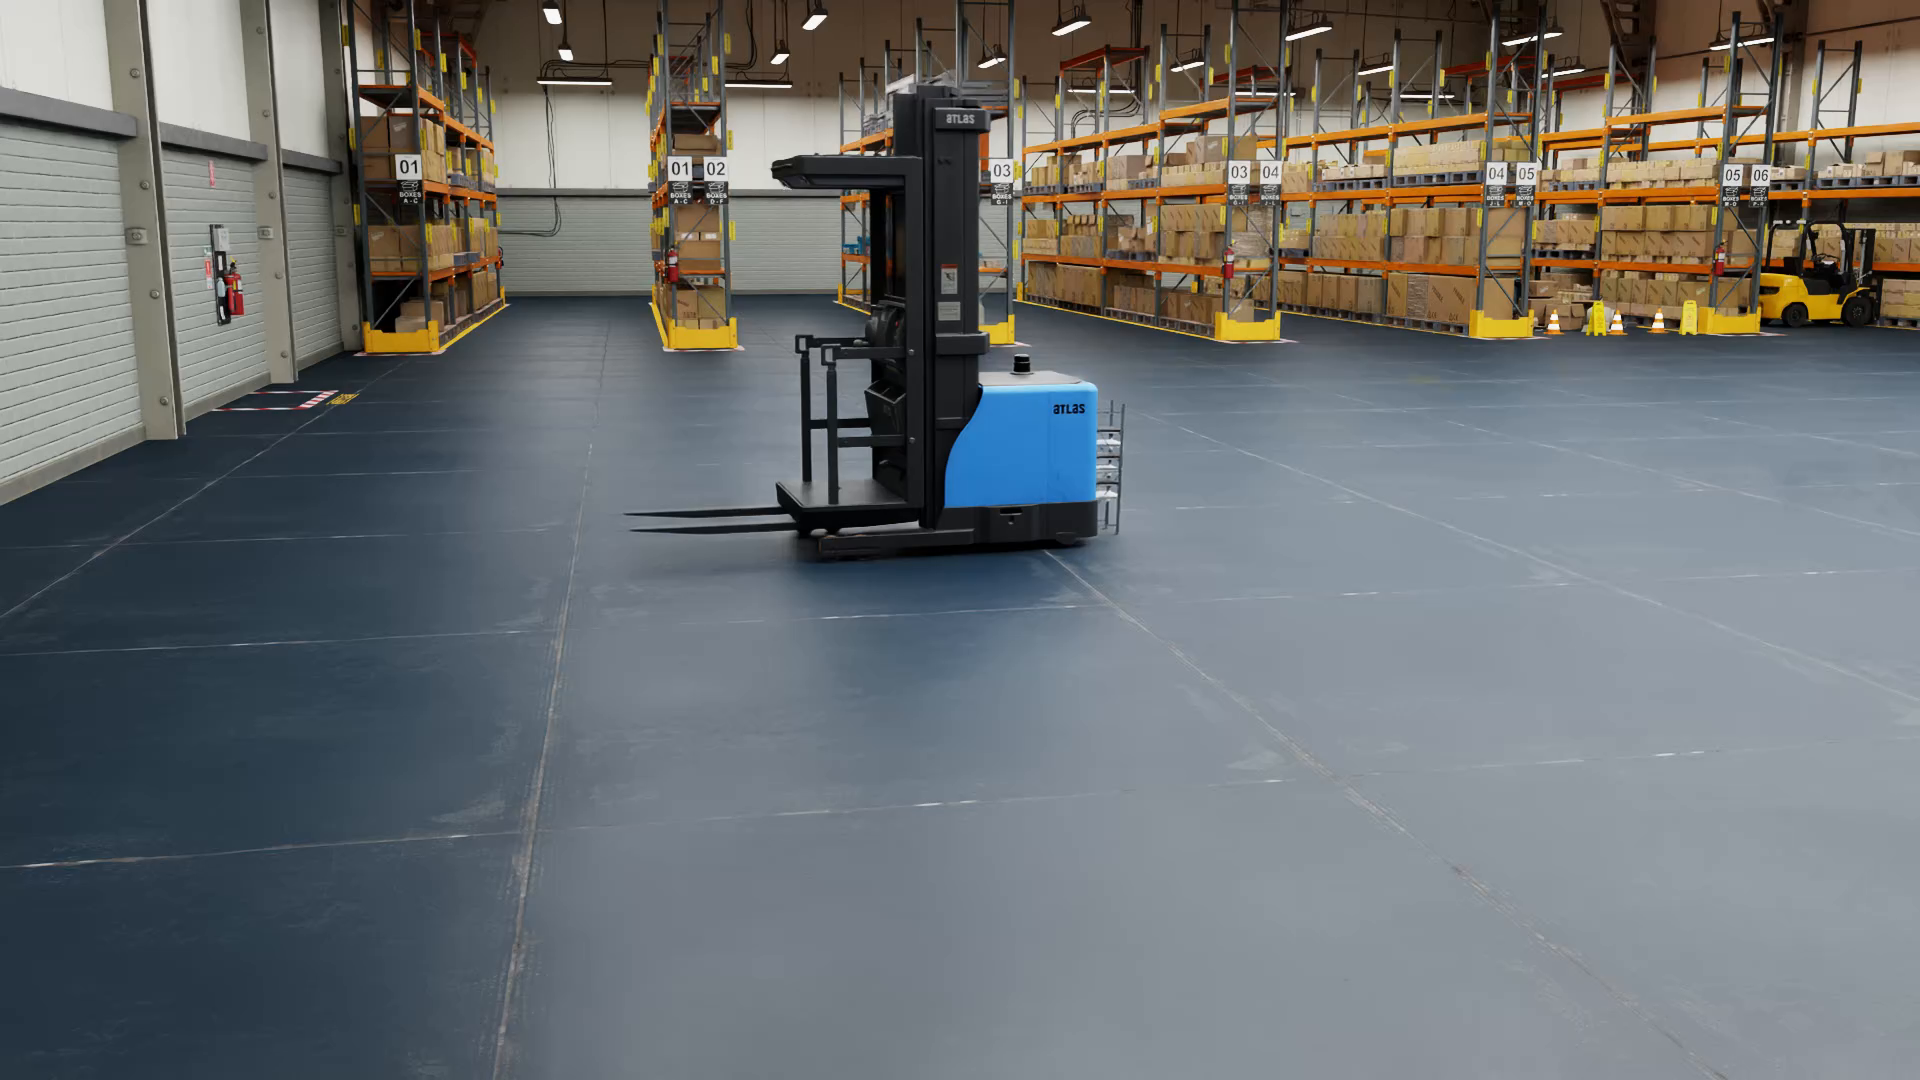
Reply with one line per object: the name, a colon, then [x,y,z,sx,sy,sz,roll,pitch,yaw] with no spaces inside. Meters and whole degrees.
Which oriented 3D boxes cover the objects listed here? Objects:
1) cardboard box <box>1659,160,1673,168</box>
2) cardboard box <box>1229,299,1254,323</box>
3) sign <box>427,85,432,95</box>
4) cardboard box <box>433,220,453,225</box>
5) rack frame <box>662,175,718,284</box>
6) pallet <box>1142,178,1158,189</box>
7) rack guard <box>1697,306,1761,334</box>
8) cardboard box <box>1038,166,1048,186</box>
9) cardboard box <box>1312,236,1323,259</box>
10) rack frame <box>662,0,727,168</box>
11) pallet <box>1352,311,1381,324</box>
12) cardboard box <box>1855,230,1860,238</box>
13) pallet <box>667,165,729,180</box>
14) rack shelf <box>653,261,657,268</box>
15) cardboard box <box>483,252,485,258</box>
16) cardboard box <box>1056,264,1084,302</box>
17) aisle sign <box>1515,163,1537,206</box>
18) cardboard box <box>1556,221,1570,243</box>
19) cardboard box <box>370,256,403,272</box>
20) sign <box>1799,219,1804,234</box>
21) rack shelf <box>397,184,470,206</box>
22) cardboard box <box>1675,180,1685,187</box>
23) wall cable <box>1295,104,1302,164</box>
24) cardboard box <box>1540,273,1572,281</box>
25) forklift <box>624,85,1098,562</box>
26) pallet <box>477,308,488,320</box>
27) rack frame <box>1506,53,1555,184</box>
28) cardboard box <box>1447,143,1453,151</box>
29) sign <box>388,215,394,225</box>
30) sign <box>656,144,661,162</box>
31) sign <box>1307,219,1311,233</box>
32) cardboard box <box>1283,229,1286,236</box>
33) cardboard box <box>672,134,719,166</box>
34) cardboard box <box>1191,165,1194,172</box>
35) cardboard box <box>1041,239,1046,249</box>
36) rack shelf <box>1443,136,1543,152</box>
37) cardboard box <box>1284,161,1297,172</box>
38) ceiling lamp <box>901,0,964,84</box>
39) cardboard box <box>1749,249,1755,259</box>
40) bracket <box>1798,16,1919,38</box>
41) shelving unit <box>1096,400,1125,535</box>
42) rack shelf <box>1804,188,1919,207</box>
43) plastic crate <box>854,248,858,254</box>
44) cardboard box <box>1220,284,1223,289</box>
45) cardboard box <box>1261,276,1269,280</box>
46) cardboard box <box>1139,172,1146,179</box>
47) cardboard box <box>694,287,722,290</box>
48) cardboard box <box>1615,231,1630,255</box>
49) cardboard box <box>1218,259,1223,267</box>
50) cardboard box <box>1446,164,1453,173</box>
cardboard box: [14.325,-7.579,33.511,0.380,0.149,0.250,-2,11,-10]
cardboard box: [5.185,-4.239,31.008,0.500,0.500,0.500,0,11,0]
sign: [-12.169,-10.274,38.187,0.100,0.325,0.005,-2,11,-11]
cardboard box: [-10.668,-6.536,34.333,0.380,0.149,0.250,-4,12,-21]
rack frame: [-5.205,-5.520,32.173,1.000,3.000,0.127,-2,11,-11]
pallet: [4.497,-7.378,34.415,1.213,0.211,1.003,-2,11,-11]
rack guard: [14.996,-4.292,32.409,1.175,0.500,0.348,-2,11,-11]
cardboard box: [2.472,-9.564,43.742,0.700,0.500,0.500,-3,11,-15]
cardboard box: [8.442,-6.732,38.274,0.500,0.500,0.500,-2,11,-10]
rack frame: [-4.427,-7.733,27.758,1.000,3.000,0.127,-2,11,-11]
pallet: [9.173,-4.810,35.903,1.003,0.211,1.213,-2,11,-11]
cardboard box: [19.126,-6.485,35.242,0.380,0.149,0.250,-2,11,-13]
pallet: [-4.539,-6.347,28.733,1.003,0.211,1.213,-2,11,-11]
rack shelf: [-7.150,-7.000,41.877,1.077,0.370,4.000,-2,11,-11]
cardboard box: [-11.204,-6.595,38.444,0.380,0.149,0.250,-2,11,-10]
cardboard box: [3.101,-6.392,41.318,1.225,0.875,0.875,-2,11,-11]
aisle sign: [10.484,-6.582,30.804,0.394,0.787,0.004,-2,11,-11]
cardboard box: [13.726,-6.903,37.257,0.500,0.500,0.500,-2,11,-9]
cardboard box: [-9.567,-4.620,27.795,0.500,0.250,0.500,-2,11,-10]
sign: [18.571,-6.929,36.694,0.100,0.325,0.005,-2,11,-11]
rack shelf: [-10.453,-6.826,32.937,1.077,0.370,4.000,-2,11,-11]
cardboard box: [14.490,-7.099,33.119,0.380,0.149,0.250,-2,11,-11]
wall cable: [10.517,-12.420,52.386,0.463,3.000,0.029,-2,11,-11]
cardboard box: [16.922,-7.326,47.227,0.700,0.500,0.500,-2,11,-9]
forklift: [-0.665,-1.413,10.783,3.031,2.935,1.130,-3,11,-15]
pallet: [-11.155,-5.073,37.286,1.003,0.211,1.213,-2,11,-11]
rack frame: [13.455,-9.920,39.250,1.000,3.000,0.127,-2,11,-11]
cardboard box: [9.581,-7.540,31.916,0.380,0.149,0.250,-2,11,-11]
sign: [-10.607,-5.887,31.006,0.100,0.325,0.005,-2,11,-11]
sign: [-5.736,-7.380,31.702,0.100,0.325,0.005,-2,11,-11]
sign: [8.089,-7.283,38.554,0.100,0.325,0.005,-2,11,-11]
cardboard box: [7.921,-7.366,39.832,0.380,0.149,0.250,-2,11,-9]
cardboard box: [-4.535,-6.691,28.531,0.797,0.503,0.637,-1,11,-7]
cardboard box: [4.648,-7.120,31.896,0.380,0.149,0.250,-2,11,-10]
cardboard box: [2.411,-7.679,43.123,0.500,0.250,0.500,-2,11,-10]
rack shelf: [13.066,-9.737,41.281,1.077,0.370,4.000,-2,11,-11]
cardboard box: [8.016,-8.973,39.982,0.396,0.266,0.258,-2,11,-11]
ceiling lamp: [-0.731,-14.298,46.640,2.000,3.185,0.800,-2,11,-11]
cardboard box: [18.577,-6.614,38.325,0.500,0.250,0.500,-2,11,-11]
bracket: [19.698,-11.099,35.814,0.076,0.066,4.783,-2,11,-11]
shelving unit: [0.957,-0.497,11.379,0.258,0.900,0.210,-1,11,-17]
rack shelf: [19.490,-7.174,34.768,1.077,0.370,4.000,-2,11,-11]
plastic crate: [-2.535,-7.375,42.465,0.293,0.136,0.466,-2,11,-11]
cardboard box: [7.227,-6.850,44.869,0.380,0.149,0.250,-2,11,-8]
cardboard box: [7.832,-6.612,41.471,0.500,0.250,0.500,-2,11,-9]
cardboard box: [4.050,-7.784,35.552,0.380,0.166,0.250,-2,11,-13]
cardboard box: [-4.522,-4.299,29.987,0.500,0.500,0.500,-2,11,-11]
cardboard box: [14.166,-6.253,34.962,0.500,0.500,0.500,-2,11,-11]
cardboard box: [4.985,-5.113,30.708,0.380,0.149,0.250,-2,11,-11]
cardboard box: [9.580,-7.148,31.990,0.380,0.149,0.250,-2,11,-12]
